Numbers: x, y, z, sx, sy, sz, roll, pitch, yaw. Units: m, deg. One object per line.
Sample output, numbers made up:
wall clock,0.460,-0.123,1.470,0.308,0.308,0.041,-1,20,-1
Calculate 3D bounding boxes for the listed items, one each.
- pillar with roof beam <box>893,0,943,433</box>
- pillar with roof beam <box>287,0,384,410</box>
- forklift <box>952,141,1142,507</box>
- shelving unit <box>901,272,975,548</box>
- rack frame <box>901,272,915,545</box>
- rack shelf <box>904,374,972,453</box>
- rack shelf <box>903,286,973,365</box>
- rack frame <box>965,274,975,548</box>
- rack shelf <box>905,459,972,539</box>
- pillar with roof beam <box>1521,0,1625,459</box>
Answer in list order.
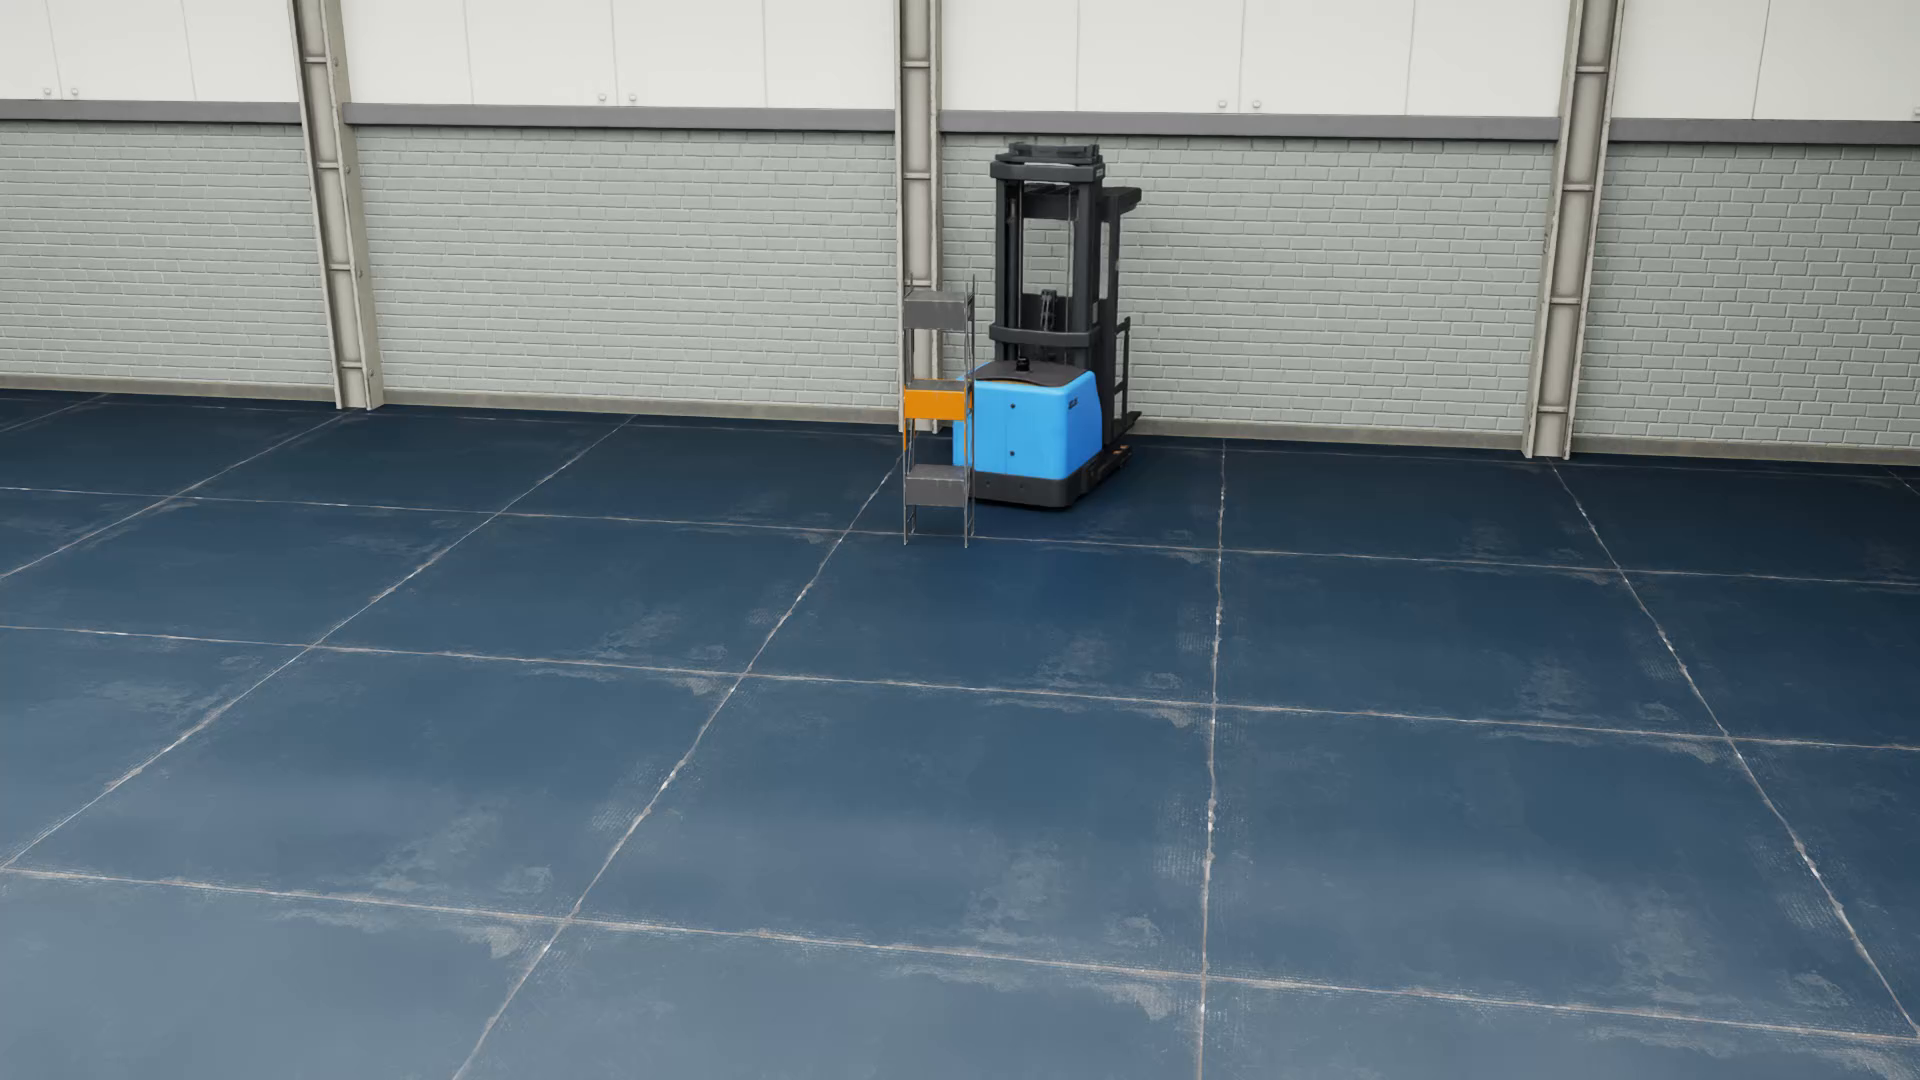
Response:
pillar with roof beam,-1.073,-4.033,11.173,0.400,9.000,9.100,3,19,9
pillar with roof beam,-6.997,-4.334,12.076,0.400,9.000,9.100,3,19,9
forklift,0.954,-2.091,14.932,1.130,2.935,3.031,7,20,21
shelving unit,-0.163,-1.004,12.995,0.503,2.100,0.431,3,19,9
rack frame,-0.404,-1.016,13.032,0.015,2.100,0.400,3,19,9
rack shelf,-0.163,-0.991,12.999,0.480,0.518,0.431,3,19,9
rack shelf,-0.163,-1.655,12.777,0.480,0.518,0.431,3,19,9
rack frame,0.077,-0.992,12.958,0.015,2.100,0.400,3,19,9
rack shelf,-0.163,-0.327,13.221,0.480,0.518,0.431,3,19,9
pillar with roof beam,4.851,-3.731,10.271,0.400,9.000,9.100,3,19,9
